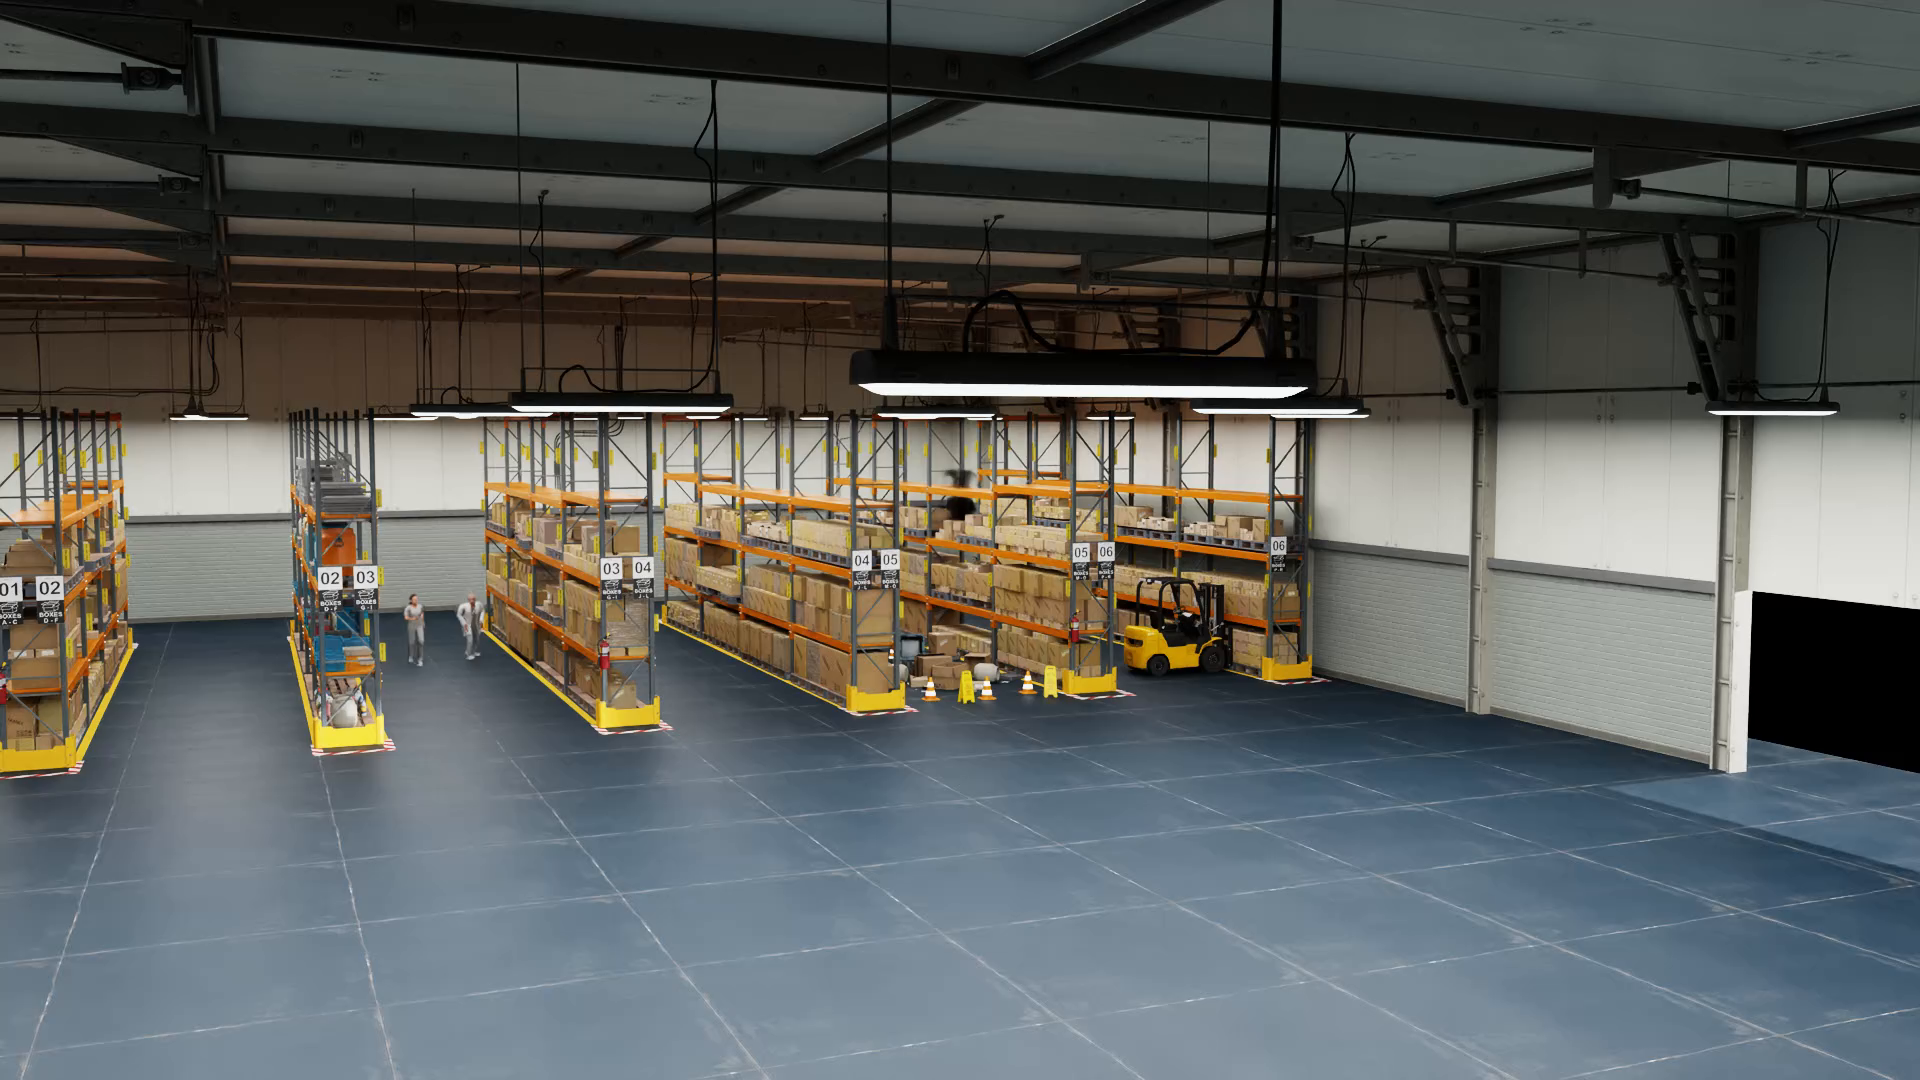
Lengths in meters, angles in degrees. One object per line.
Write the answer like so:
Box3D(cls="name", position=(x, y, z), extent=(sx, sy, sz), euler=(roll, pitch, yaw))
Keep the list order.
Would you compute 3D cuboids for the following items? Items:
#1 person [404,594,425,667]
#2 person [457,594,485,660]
Box3D(cls="person", position=(-12.904, 2.130, 39.348), extent=(0.511, 1.722, 0.839), euler=(-2, 5, -31))
Box3D(cls="person", position=(-11.869, 2.083, 40.317), extent=(0.741, 1.633, 0.888), euler=(-4, 5, -43))
